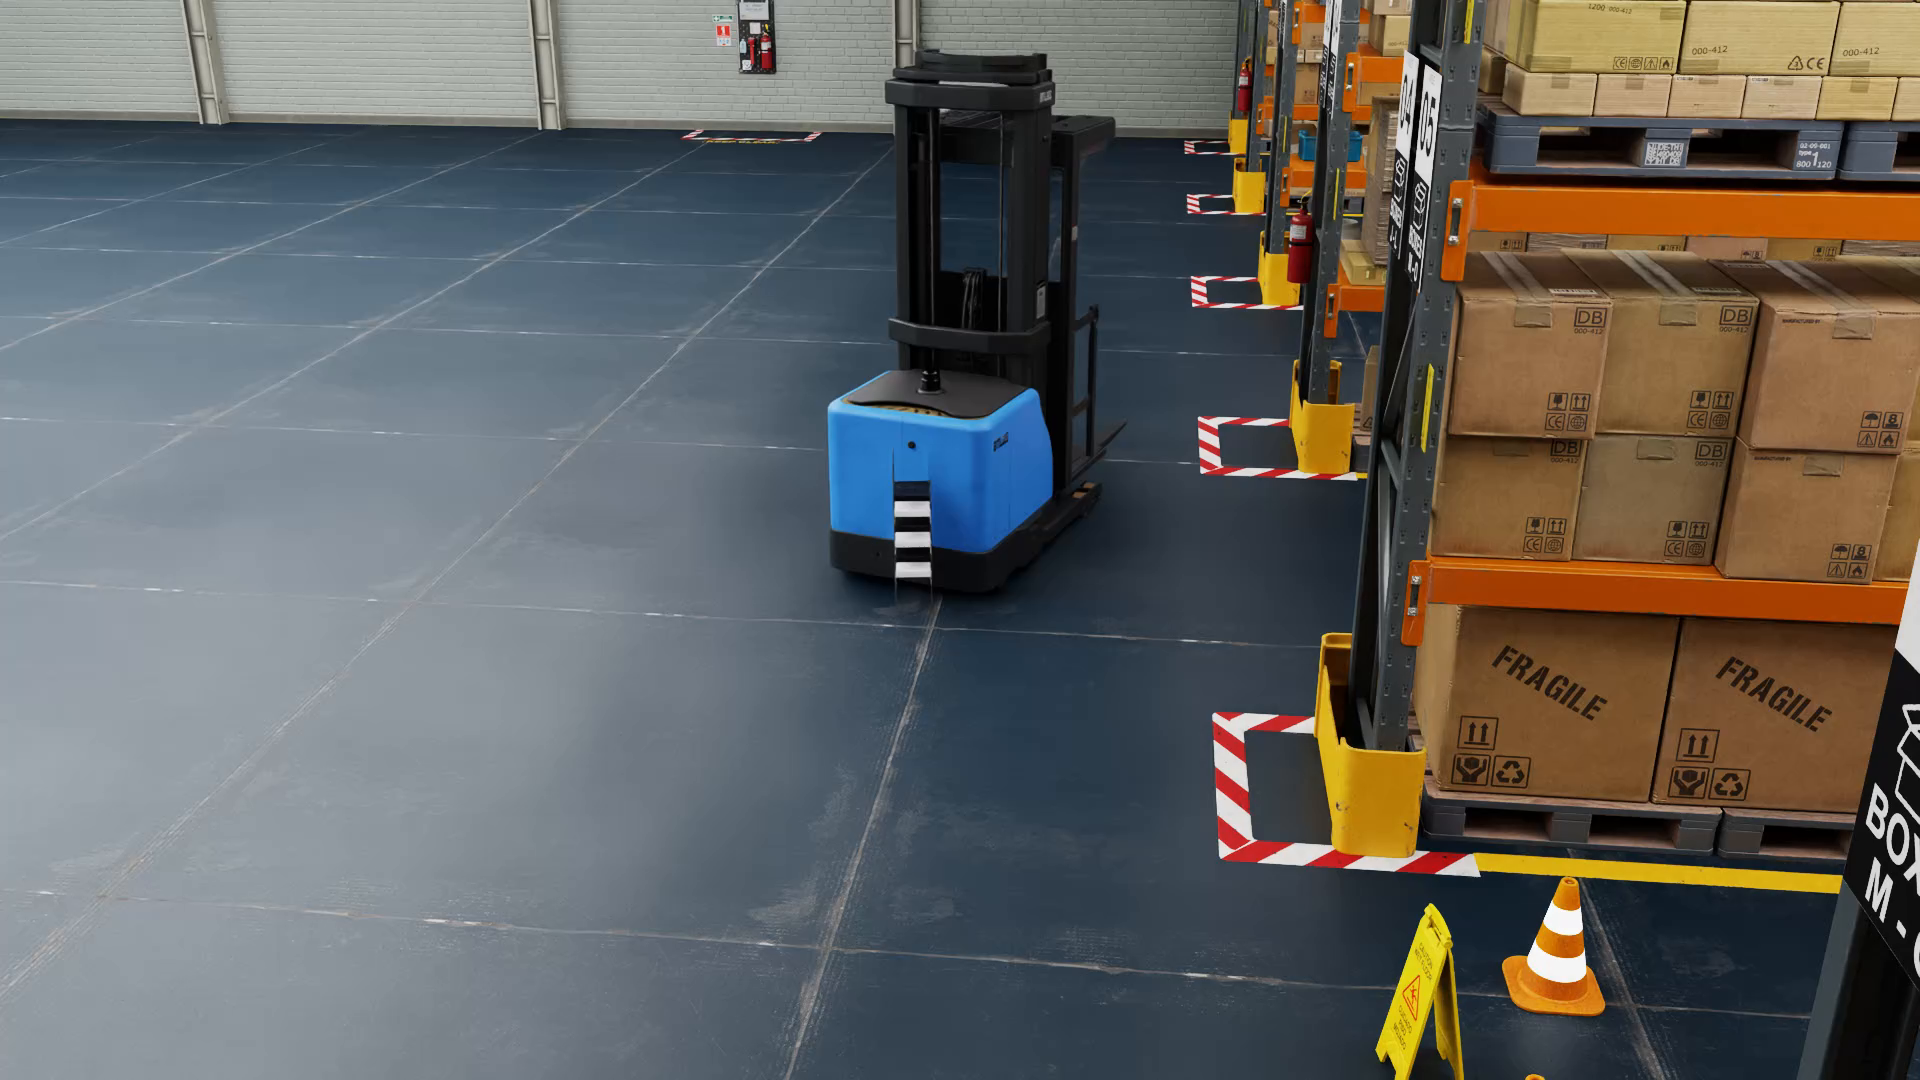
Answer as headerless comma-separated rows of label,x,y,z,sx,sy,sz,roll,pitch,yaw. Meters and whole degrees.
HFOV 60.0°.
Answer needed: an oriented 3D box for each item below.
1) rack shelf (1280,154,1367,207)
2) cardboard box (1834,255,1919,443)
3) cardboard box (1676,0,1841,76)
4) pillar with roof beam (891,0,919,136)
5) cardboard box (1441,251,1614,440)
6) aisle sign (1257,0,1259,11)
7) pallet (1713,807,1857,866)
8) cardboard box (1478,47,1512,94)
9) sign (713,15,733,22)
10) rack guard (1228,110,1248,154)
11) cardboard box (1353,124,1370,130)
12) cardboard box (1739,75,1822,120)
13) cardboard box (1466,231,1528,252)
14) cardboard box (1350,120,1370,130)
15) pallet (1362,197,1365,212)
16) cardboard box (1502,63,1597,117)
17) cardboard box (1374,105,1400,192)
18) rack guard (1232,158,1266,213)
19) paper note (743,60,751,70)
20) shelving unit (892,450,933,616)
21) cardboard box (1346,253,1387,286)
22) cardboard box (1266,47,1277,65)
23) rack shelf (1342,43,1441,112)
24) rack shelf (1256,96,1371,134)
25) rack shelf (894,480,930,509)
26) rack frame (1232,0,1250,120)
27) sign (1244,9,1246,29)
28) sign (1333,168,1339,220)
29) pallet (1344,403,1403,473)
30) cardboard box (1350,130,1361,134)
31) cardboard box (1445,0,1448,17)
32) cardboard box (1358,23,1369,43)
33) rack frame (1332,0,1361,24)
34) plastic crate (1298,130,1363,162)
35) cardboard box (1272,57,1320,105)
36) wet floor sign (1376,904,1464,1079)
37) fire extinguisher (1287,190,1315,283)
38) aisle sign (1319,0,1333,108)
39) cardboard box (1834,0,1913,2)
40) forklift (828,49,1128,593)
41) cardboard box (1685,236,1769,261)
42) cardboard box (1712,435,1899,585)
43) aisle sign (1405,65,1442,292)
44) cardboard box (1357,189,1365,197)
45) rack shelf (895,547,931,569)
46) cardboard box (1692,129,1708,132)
rack shelf,5.107,-3.460,16.089,4.000,0.370,1.077,2,22,6
cardboard box,3.856,-0.768,6.630,0.500,0.550,0.875,2,22,6
cardboard box,2.807,-1.835,6.014,0.500,0.250,0.500,2,22,6
pillar with roof beam,-1.381,-9.261,21.625,0.400,9.000,9.100,2,22,6
cardboard box,2.218,-0.807,6.730,0.550,0.550,0.875,2,22,6
aisle sign,3.606,-6.789,19.996,0.004,0.787,0.394,2,22,6
pallet,3.865,1.091,7.394,1.213,0.211,1.003,2,22,6
cardboard box,2.224,-1.895,6.708,0.250,0.149,0.380,2,22,6
sign,-3.858,-8.485,27.052,0.331,0.109,0.001,2,22,6
rack guard,4.362,-6.332,25.776,0.348,0.500,1.175,2,22,6
cardboard box,5.270,-5.002,21.160,0.500,0.500,0.500,2,22,6
cardboard box,2.910,-1.621,6.015,0.250,0.149,0.380,3,22,7
cardboard box,3.591,-2.245,11.499,0.500,0.500,0.875,2,22,6
cardboard box,6.252,-6.402,25.356,0.500,0.500,0.700,1,22,3
pallet,5.680,-4.321,21.081,1.213,0.211,1.003,2,22,6
cardboard box,2.157,-1.654,6.098,0.250,0.149,0.380,3,22,7
cardboard box,3.052,-2.599,11.033,0.500,0.500,0.500,2,22,6
rack guard,3.684,-4.528,21.212,0.348,0.500,1.175,2,22,6
paper note,-3.492,-7.787,27.254,0.142,0.148,0.016,2,22,6
shelving unit,-0.264,-0.035,9.303,0.210,0.900,0.258,-1,22,-1
cardboard box,2.793,-1.856,11.396,0.250,0.149,0.380,2,22,6
cardboard box,4.734,-7.300,25.002,0.500,0.250,0.500,2,22,5
rack shelf,4.524,-3.046,10.964,4.000,0.370,1.077,2,22,6
rack shelf,5.694,-5.268,20.663,4.000,0.370,1.077,2,22,6
rack shelf,-0.265,-0.255,9.216,0.200,0.077,0.258,-1,22,-1
rack frame,4.287,-7.498,25.325,0.127,3.000,1.000,2,22,6
sign,4.223,-7.702,24.665,0.005,0.325,0.100,2,22,6
sign,2.474,-2.277,10.941,0.005,0.325,0.100,2,22,6
pallet,3.416,-0.724,11.984,1.213,0.211,1.003,2,22,6
cardboard box,4.711,-4.829,20.723,0.500,0.500,0.500,2,22,6
cardboard box,3.030,-3.440,10.643,0.250,0.149,0.380,3,22,7
cardboard box,4.745,-6.291,20.372,0.500,0.500,0.700,2,22,5
rack frame,2.538,-4.862,10.499,0.127,3.000,1.000,2,22,6
plastic crate,3.653,-3.899,16.425,0.616,0.251,0.499,2,22,6
cardboard box,4.169,-5.711,20.668,0.500,0.500,0.700,3,22,6
wet floor sign,1.592,1.551,5.640,0.232,0.644,0.267,-1,22,-3
fire extinguisher,2.478,-2.210,12.054,0.183,0.674,0.296,2,22,6
aisle sign,2.512,-3.393,11.407,0.004,0.787,0.394,2,22,6
cardboard box,3.157,-1.982,5.842,0.250,0.149,0.380,2,22,5
forklift,0.289,-1.569,10.422,1.130,2.935,3.031,9,23,22
cardboard box,5.070,-2.145,11.246,0.500,0.500,0.875,2,22,6
cardboard box,3.318,-0.250,6.788,0.550,0.550,0.875,2,22,6
aisle sign,1.748,-1.368,6.285,0.004,0.787,0.394,2,22,6
cardboard box,5.207,-4.459,20.807,0.500,0.250,0.500,2,22,6
rack shelf,-0.263,0.080,9.348,0.200,0.077,0.258,-1,22,-1
cardboard box,4.542,-2.534,10.869,0.500,0.500,0.500,2,22,6
